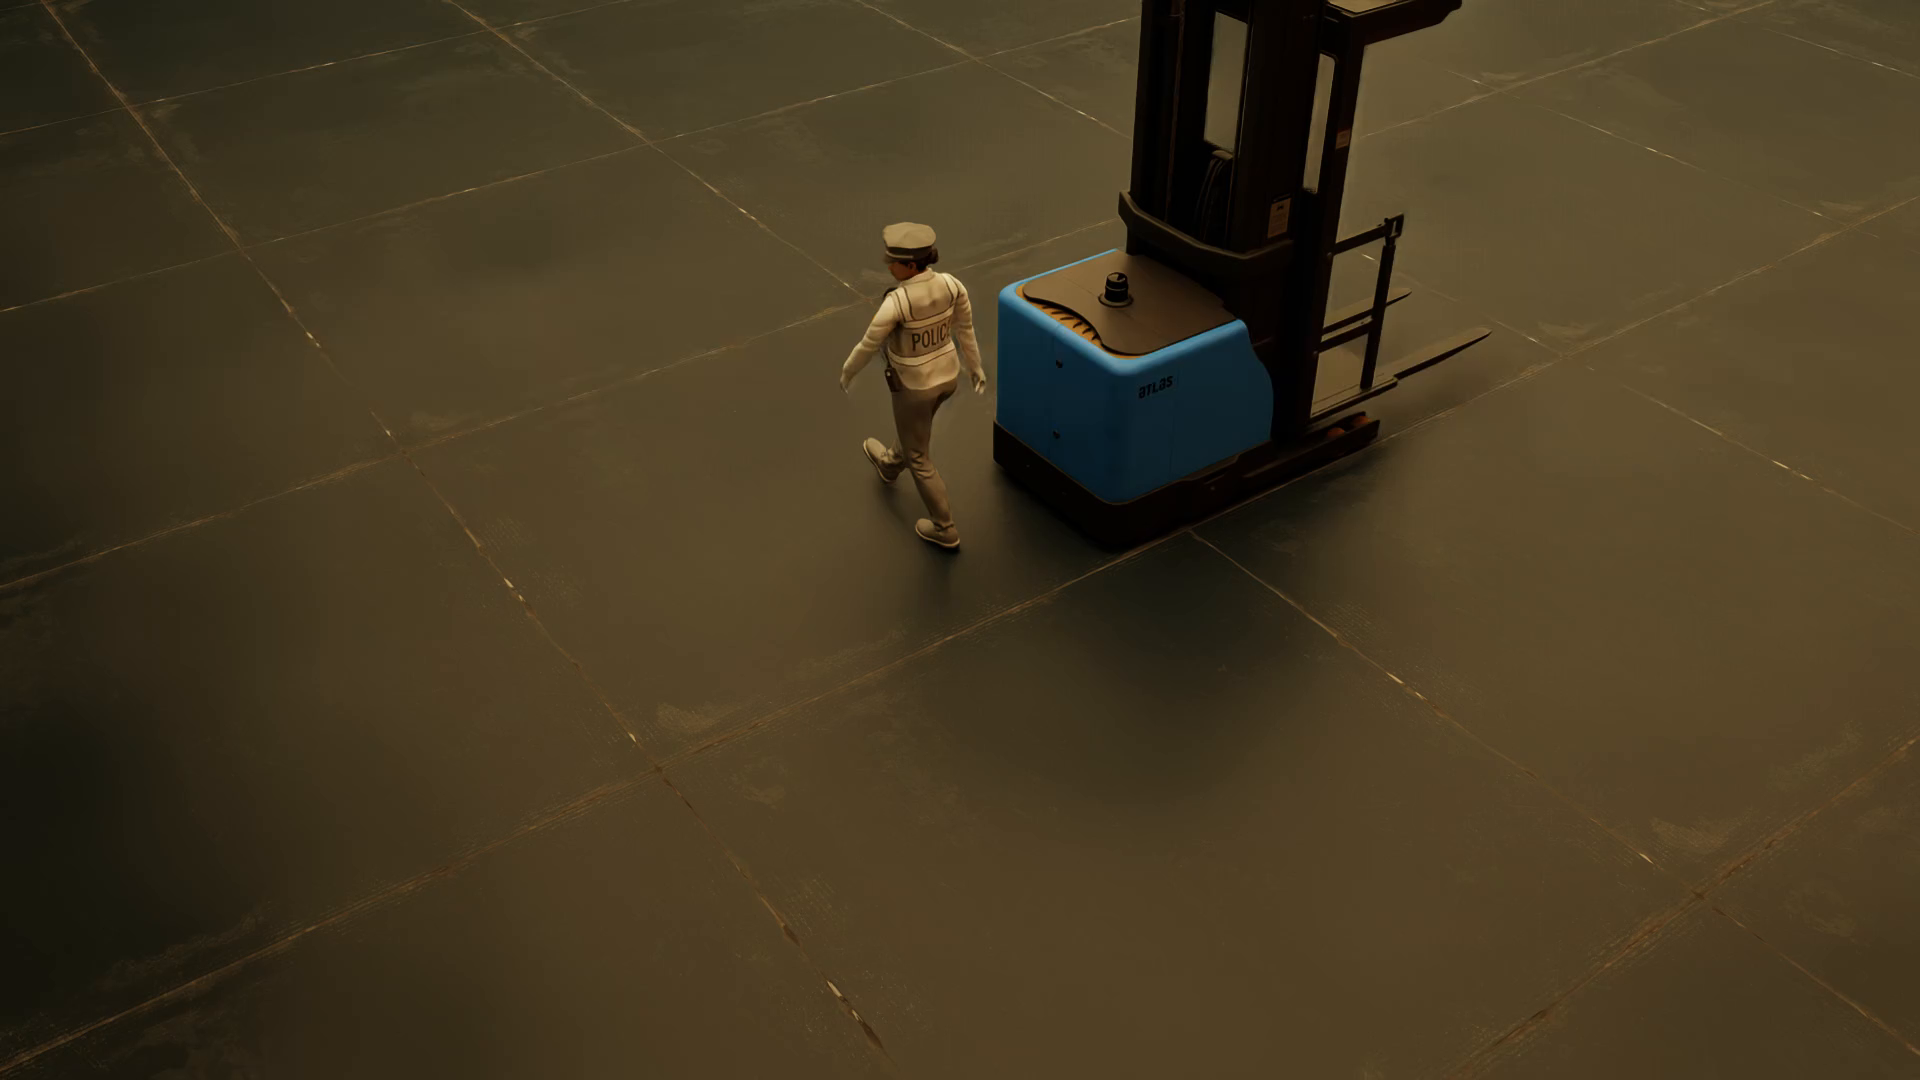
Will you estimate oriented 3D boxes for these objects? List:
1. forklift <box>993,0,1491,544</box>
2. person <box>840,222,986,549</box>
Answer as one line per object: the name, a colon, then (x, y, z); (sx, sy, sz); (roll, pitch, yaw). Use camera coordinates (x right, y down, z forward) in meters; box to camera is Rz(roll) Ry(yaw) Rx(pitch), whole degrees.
forklift: (1.671, -1.854, 8.452); (3.031, 2.935, 1.130); (-23, 42, -28)
person: (-0.255, -0.828, 8.176); (0.637, 1.618, 0.886); (-31, 46, -35)
